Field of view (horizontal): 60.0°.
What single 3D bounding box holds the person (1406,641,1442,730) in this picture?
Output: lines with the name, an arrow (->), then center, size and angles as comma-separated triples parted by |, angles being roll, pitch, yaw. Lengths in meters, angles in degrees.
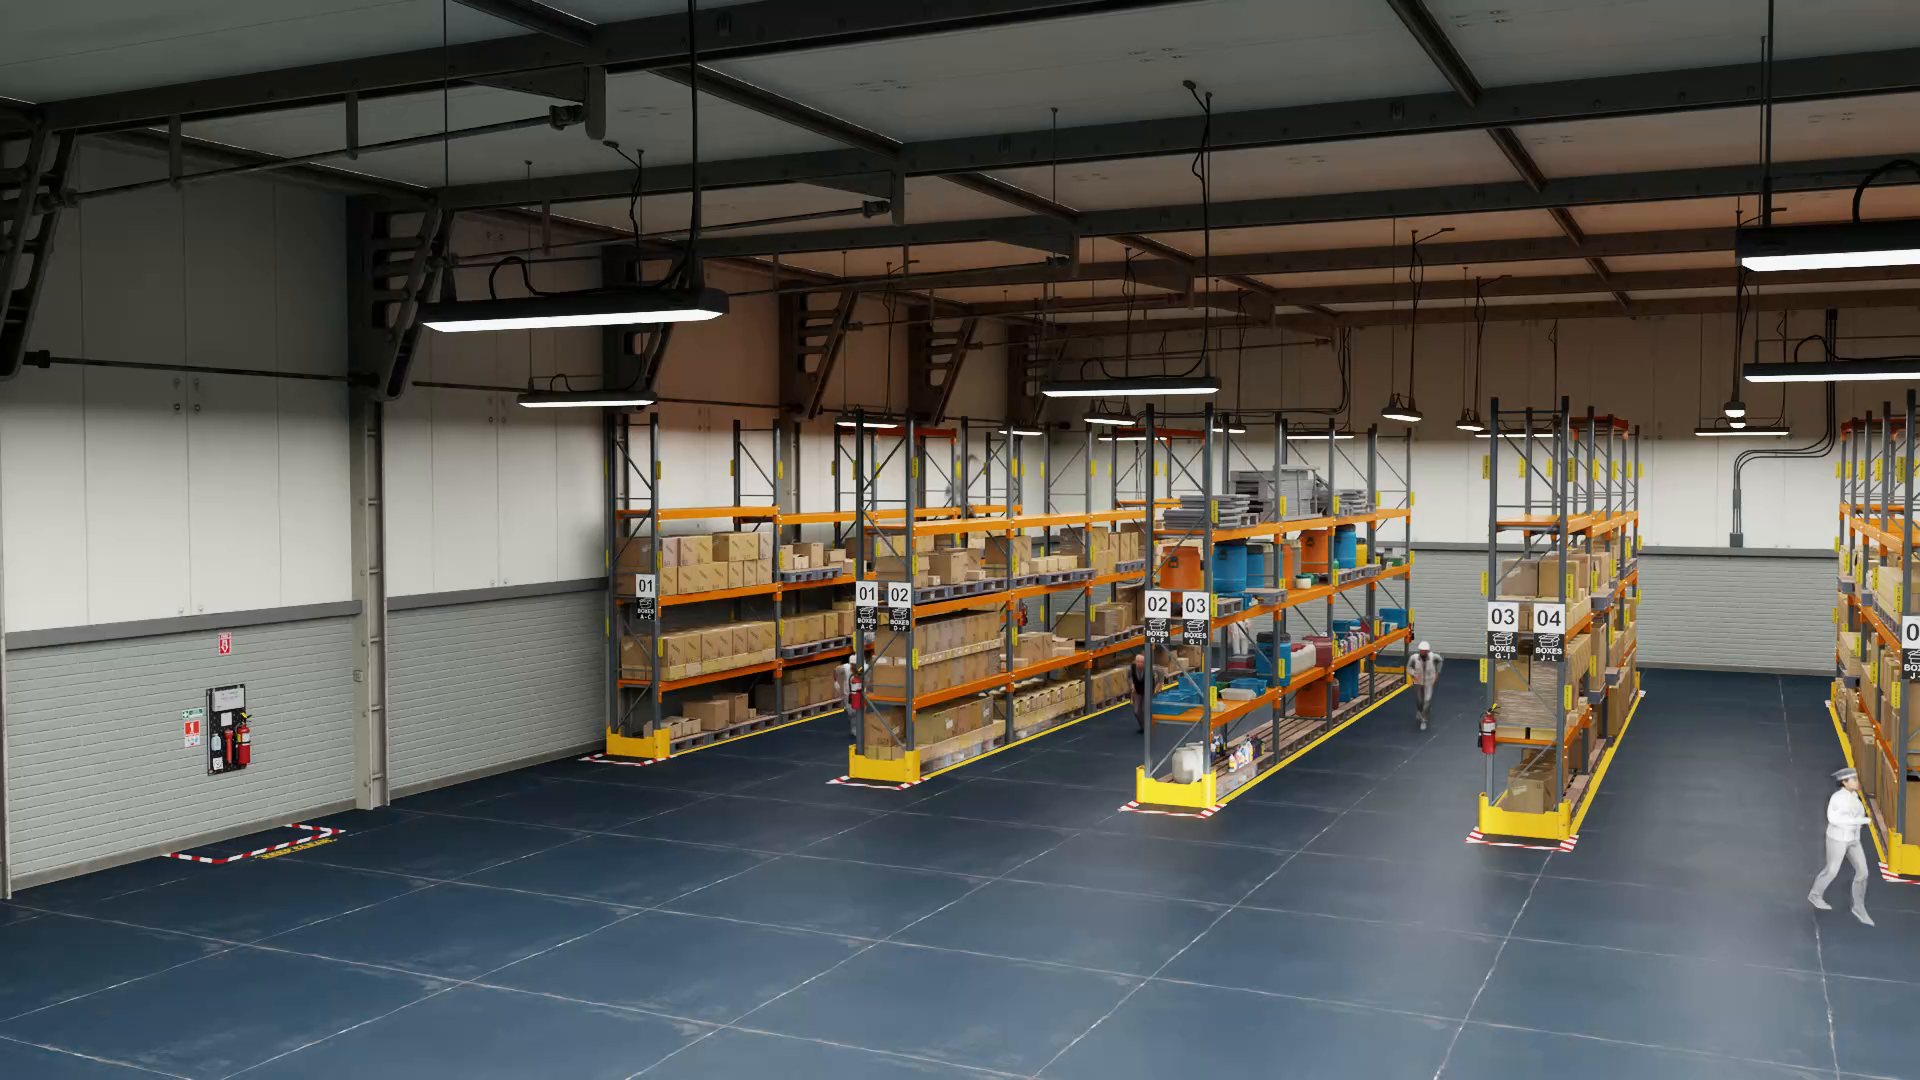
person -> 9.048, 2.808, 32.468 | 0.697, 1.731, 1.046 | 0, 2, 9

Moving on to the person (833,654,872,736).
person -> -2.013, 2.902, 31.071 | 0.715, 1.590, 0.820 | 0, 2, -5

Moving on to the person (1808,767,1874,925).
person -> 9.808, 3.385, 18.545 | 0.564, 1.758, 0.758 | -1, 3, -28

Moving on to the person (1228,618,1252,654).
person -> 6.853, 2.421, 40.919 | 0.660, 1.822, 0.726 | 0, 2, 2

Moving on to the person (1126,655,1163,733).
person -> 3.485, 2.916, 31.428 | 0.683, 1.540, 0.808 | 1, 3, 18
